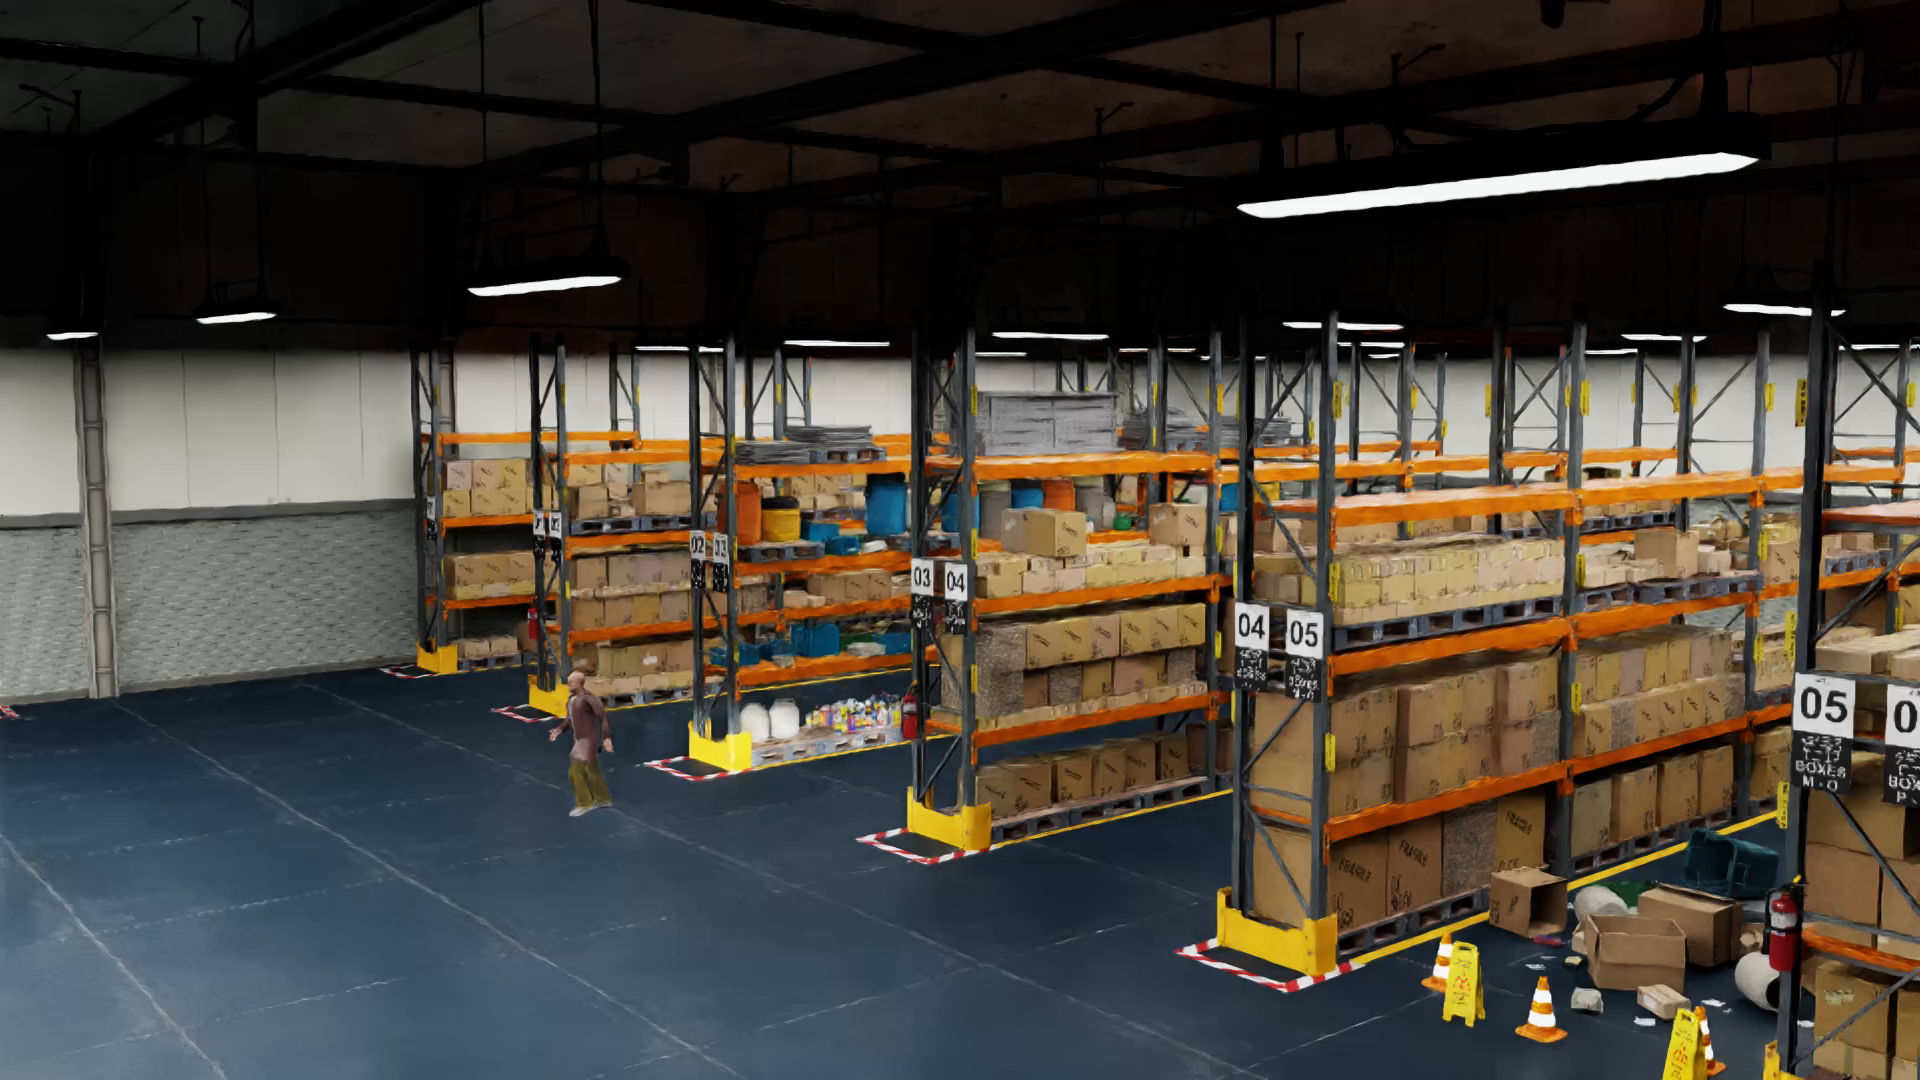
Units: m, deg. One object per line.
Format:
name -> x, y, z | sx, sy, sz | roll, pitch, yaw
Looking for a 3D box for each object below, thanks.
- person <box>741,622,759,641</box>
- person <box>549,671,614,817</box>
person -> -4.135, 1.252, 33.104 | 0.434, 1.684, 0.552 | 3, 6, 27
person -> -4.544, 2.438, 20.135 | 0.747, 1.737, 0.750 | -4, 7, -36
